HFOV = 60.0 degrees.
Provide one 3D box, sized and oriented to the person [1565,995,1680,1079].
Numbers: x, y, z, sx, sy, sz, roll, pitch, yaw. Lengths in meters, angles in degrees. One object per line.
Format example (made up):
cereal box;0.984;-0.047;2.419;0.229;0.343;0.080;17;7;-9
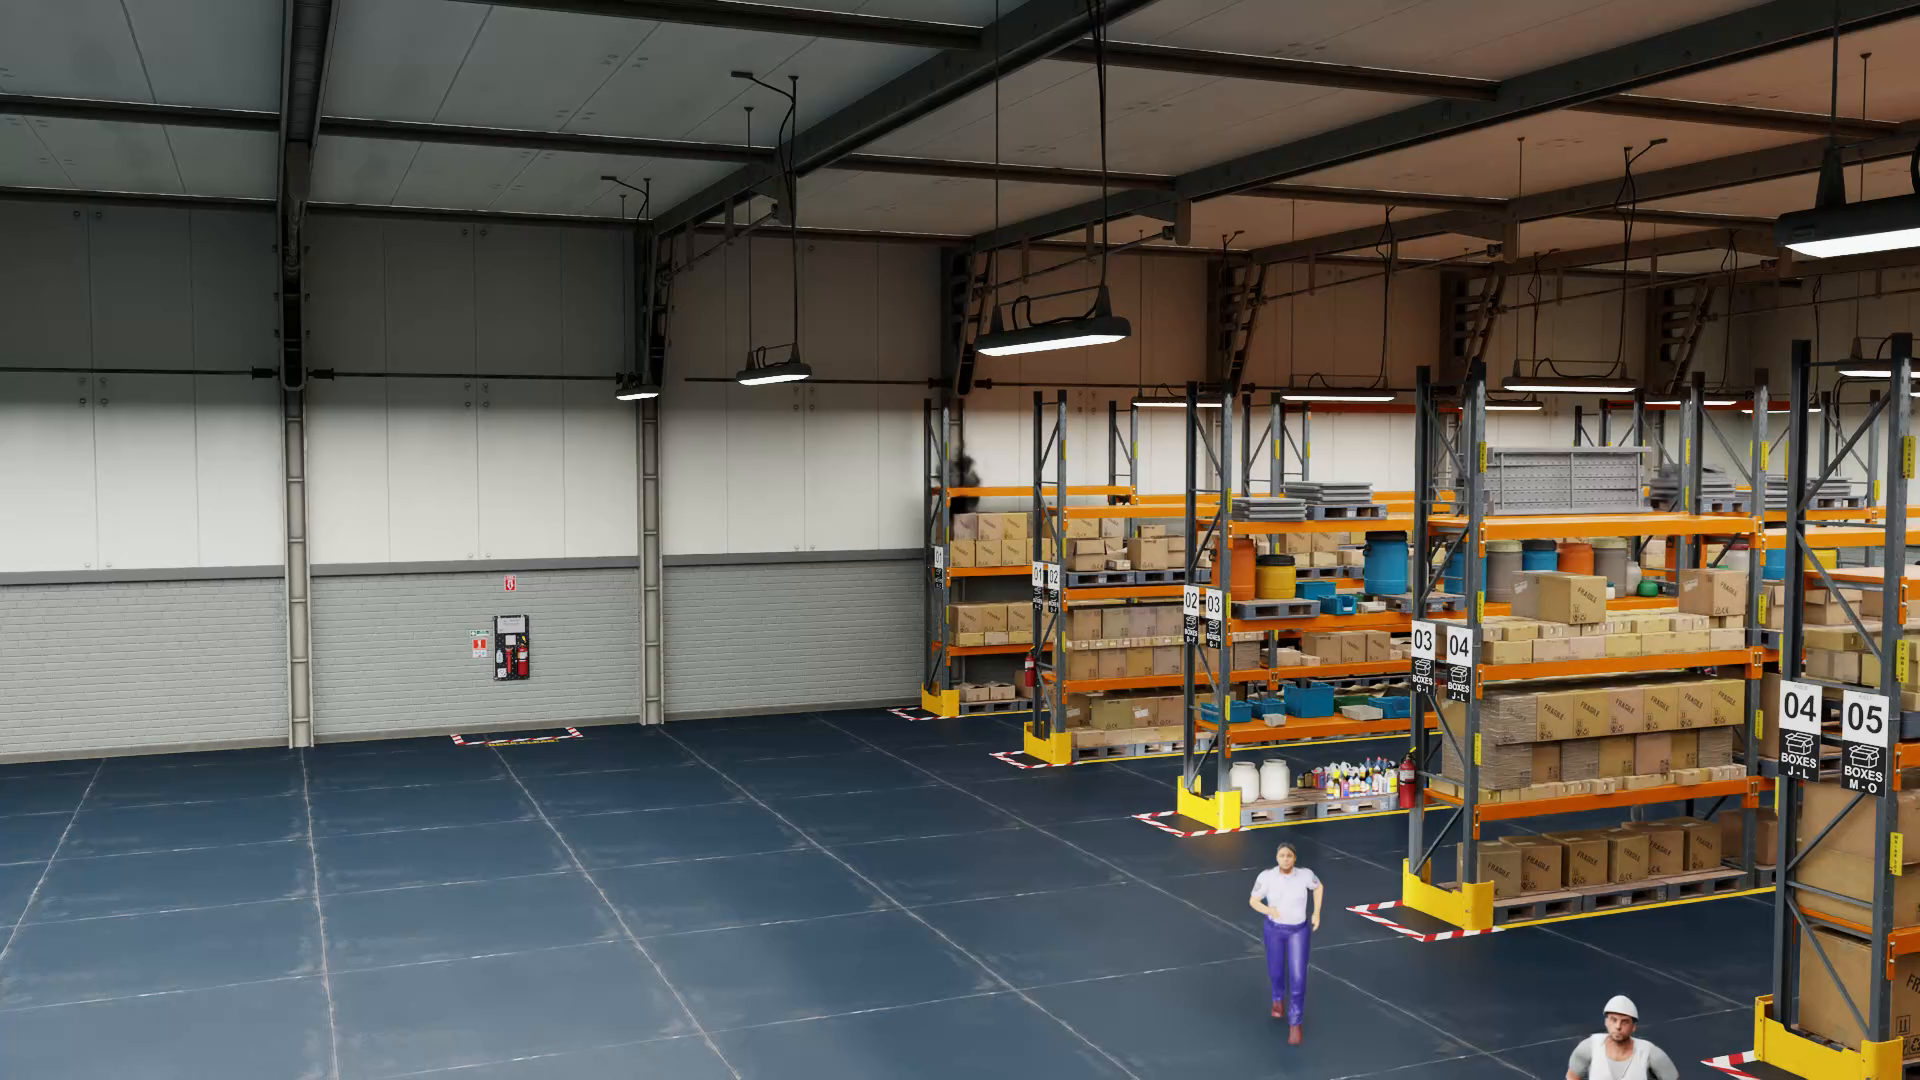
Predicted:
person;4.133;3.685;10.388;0.687;1.745;0.626;2;4;27

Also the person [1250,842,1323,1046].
person;2.856;3.483;14.576;0.615;1.717;0.784;1;3;14

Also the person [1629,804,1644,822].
person;8.927;3.057;21.924;0.554;1.660;0.616;-2;4;-36
